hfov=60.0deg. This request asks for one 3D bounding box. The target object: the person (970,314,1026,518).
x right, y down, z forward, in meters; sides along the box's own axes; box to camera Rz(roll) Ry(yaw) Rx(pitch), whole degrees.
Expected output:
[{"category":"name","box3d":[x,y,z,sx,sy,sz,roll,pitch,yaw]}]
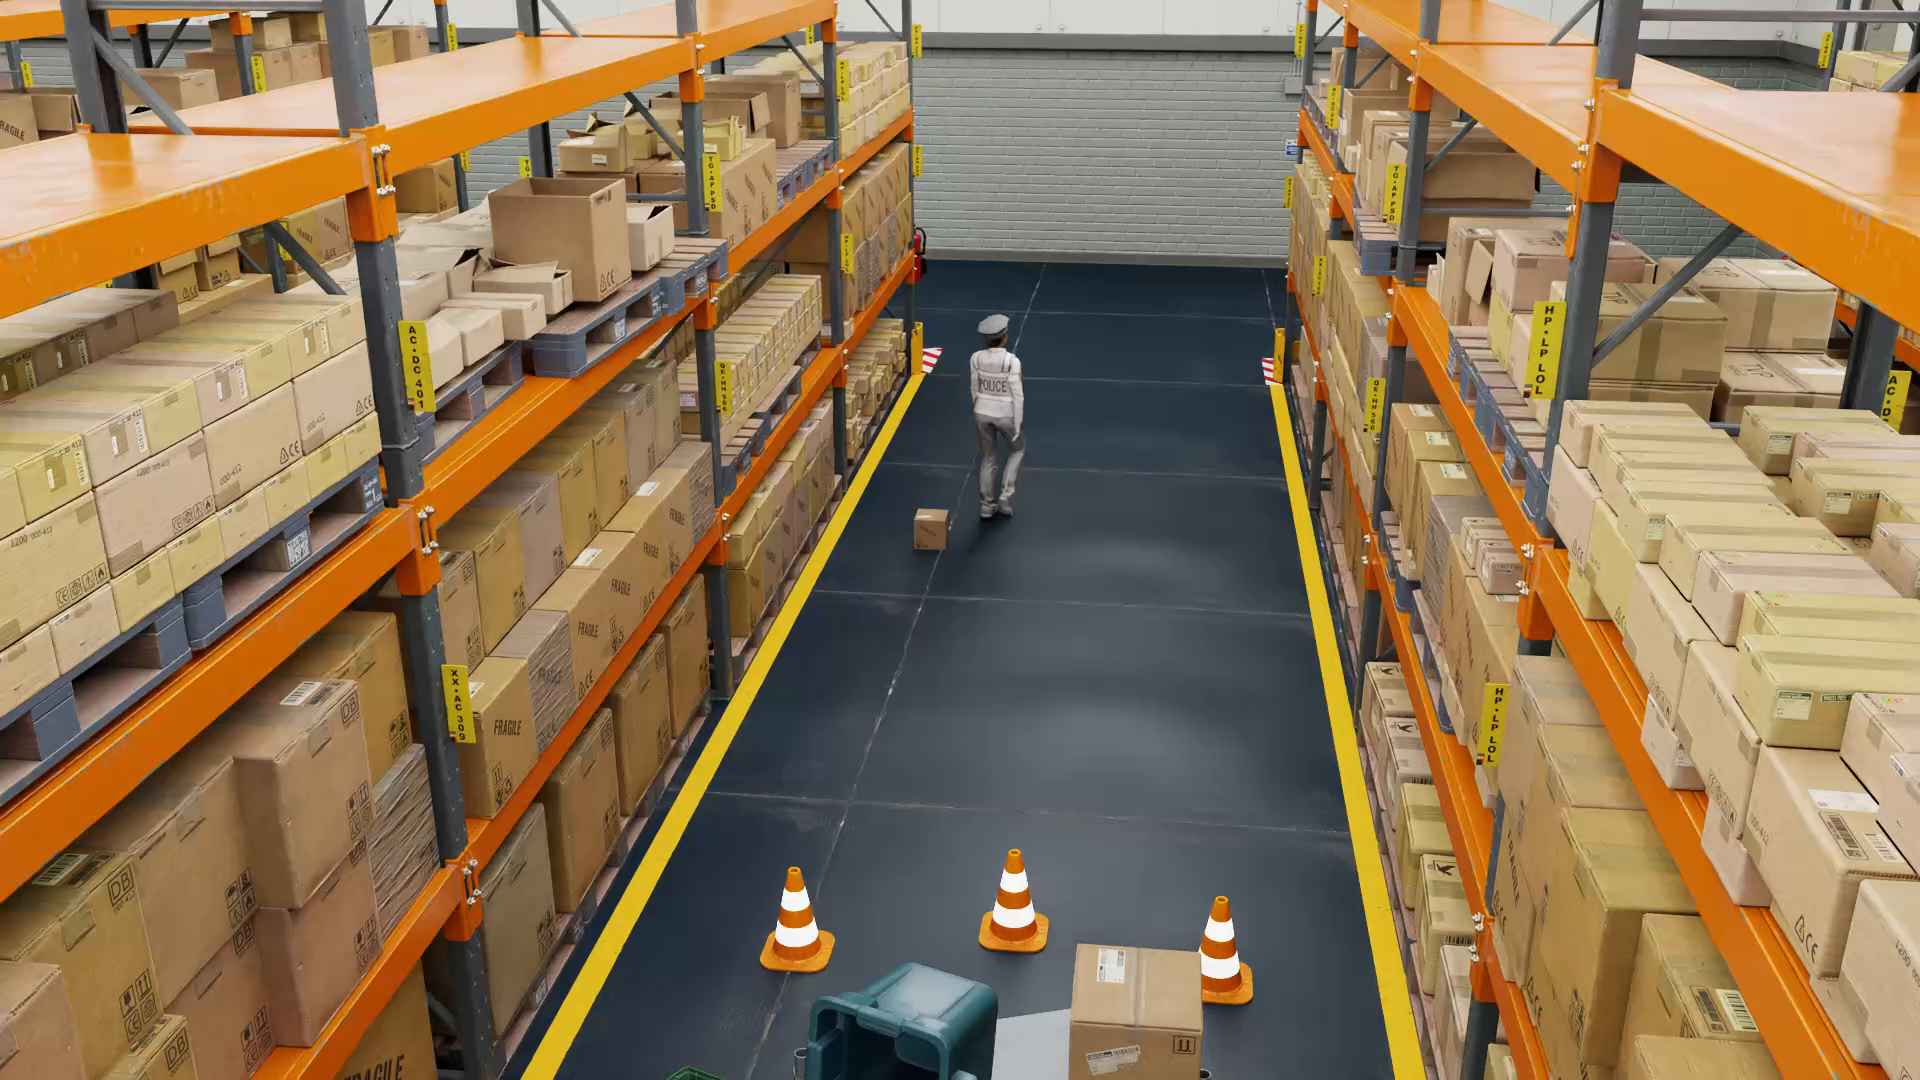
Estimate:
[{"category":"person","box3d":[0.318,-1.005,13.601,0.493,1.715,0.422,7,22,18]}]
